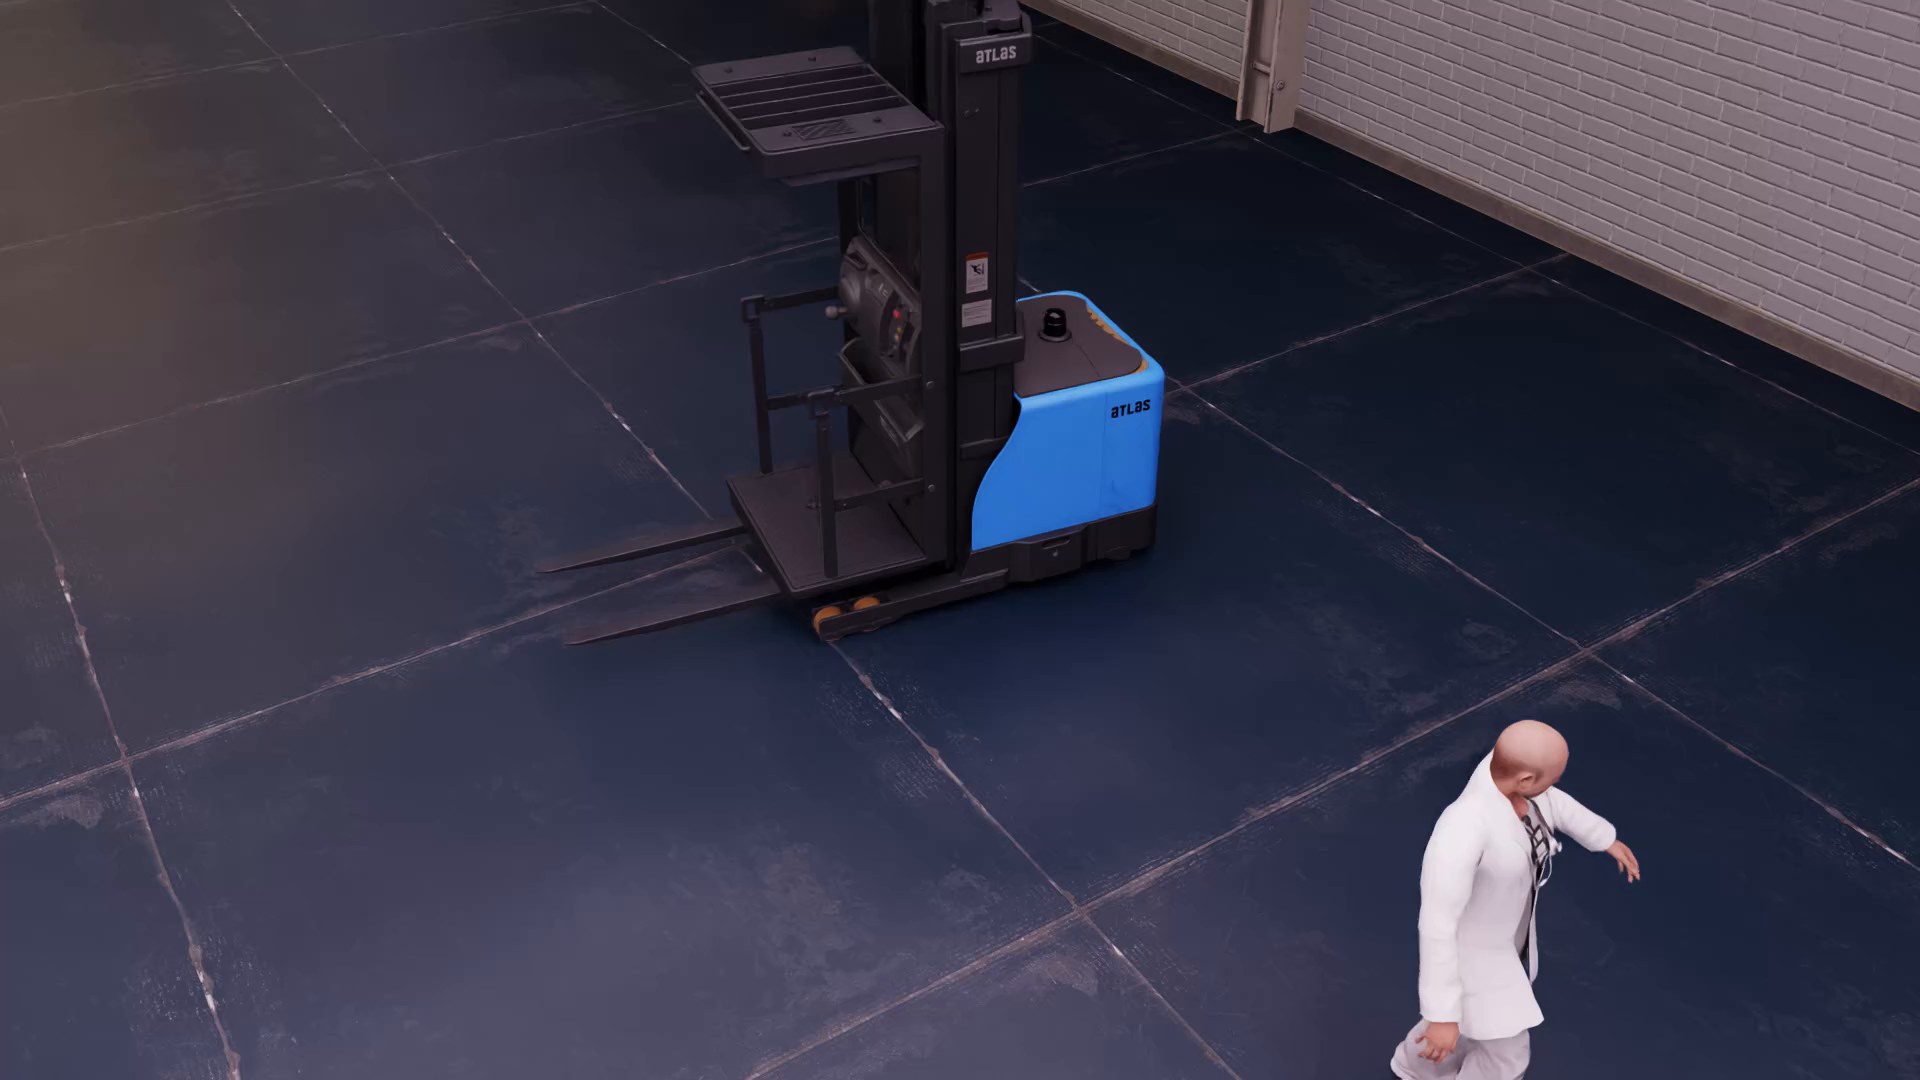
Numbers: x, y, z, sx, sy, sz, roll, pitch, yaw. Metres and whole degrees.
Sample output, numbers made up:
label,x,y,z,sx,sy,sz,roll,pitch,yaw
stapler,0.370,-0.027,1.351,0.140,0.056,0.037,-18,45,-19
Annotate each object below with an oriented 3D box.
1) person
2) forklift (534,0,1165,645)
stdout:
label,x,y,z,sx,sy,sz,roll,pitch,yaw
person,1.735,1.322,5.340,0.556,1.808,0.994,25,42,31
forklift,-0.559,-1.058,7.654,3.031,2.935,1.130,-14,37,-19
